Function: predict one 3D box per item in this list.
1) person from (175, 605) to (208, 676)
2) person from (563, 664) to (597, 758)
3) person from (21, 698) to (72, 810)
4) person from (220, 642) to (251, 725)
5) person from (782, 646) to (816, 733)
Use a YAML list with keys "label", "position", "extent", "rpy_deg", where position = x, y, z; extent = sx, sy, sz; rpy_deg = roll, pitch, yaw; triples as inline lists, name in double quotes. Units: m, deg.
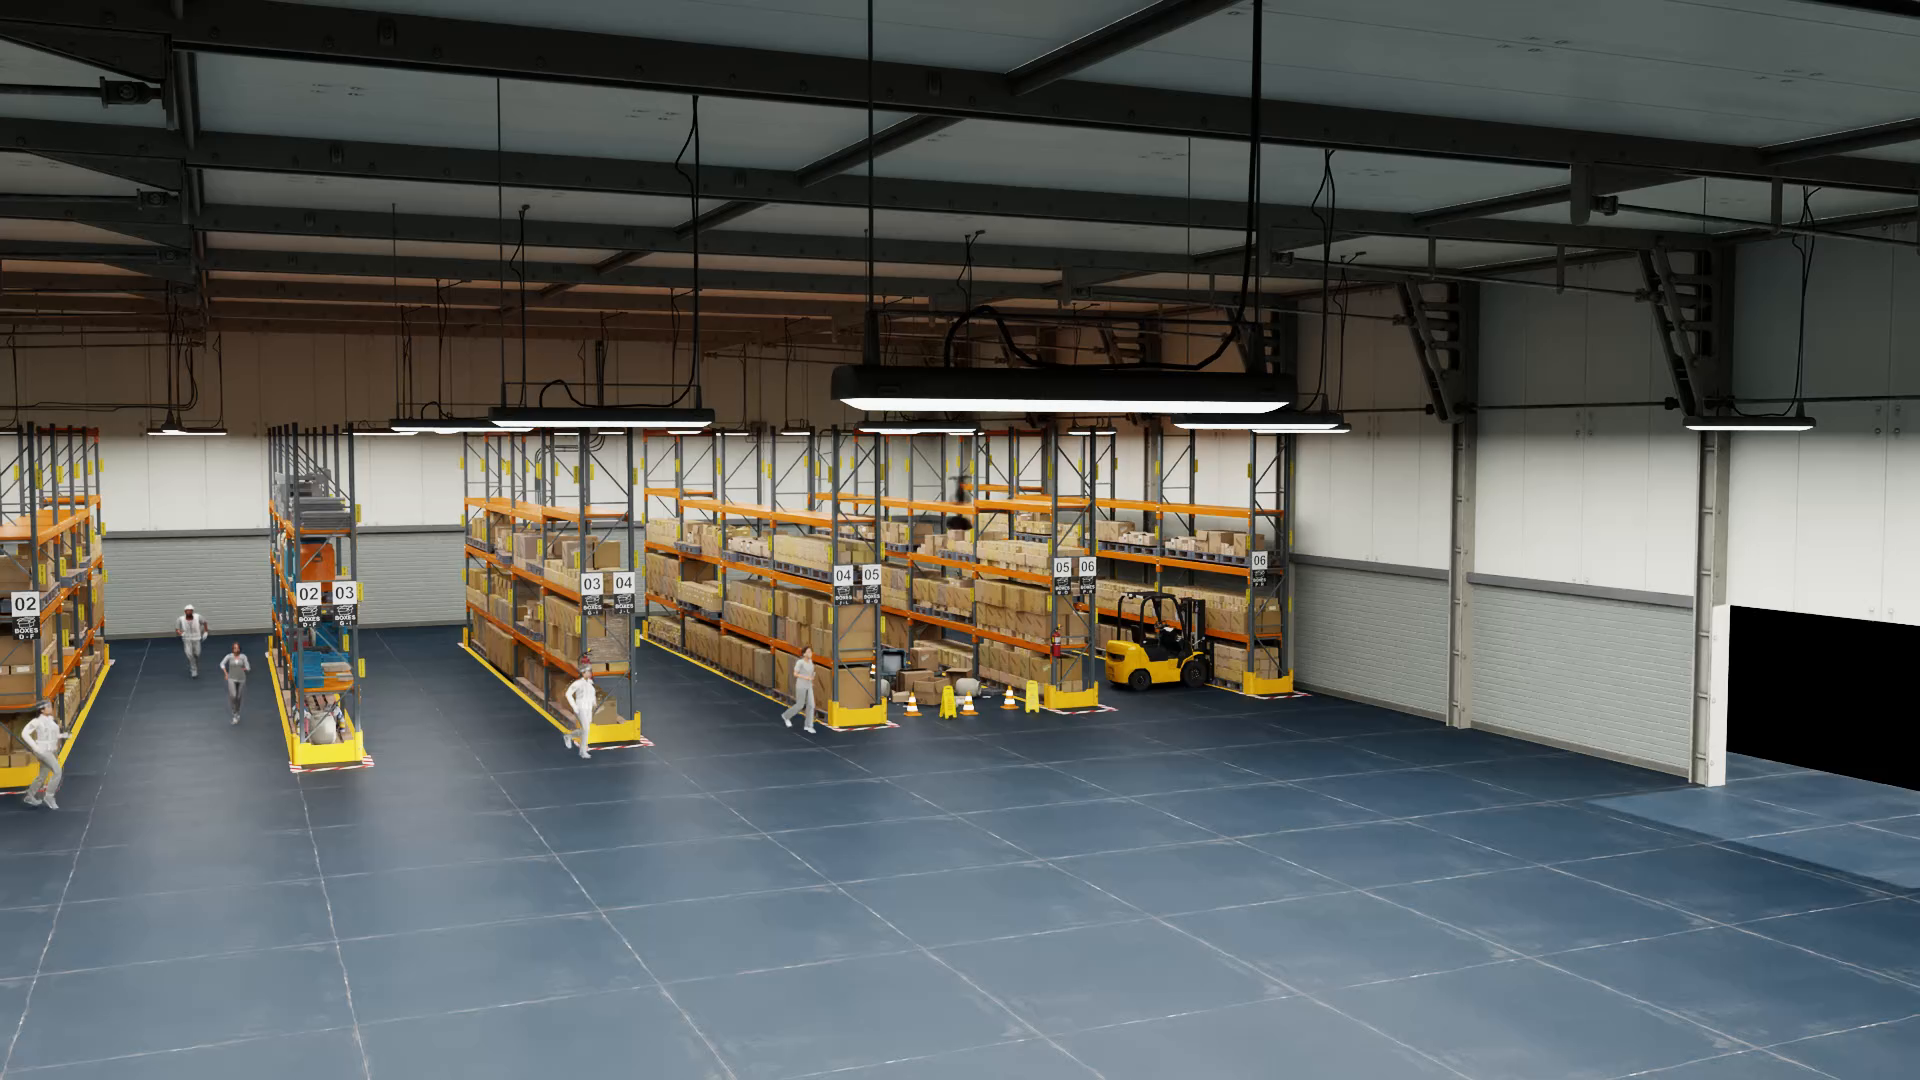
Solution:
- label: "person"
  position: [-18.545, 2.422, 40.149]
  extent: [0.729, 1.728, 0.695]
  rpy_deg: [-2, 4, -30]
- label: "person"
  position: [-6.857, 3.083, 30.120]
  extent: [0.716, 1.675, 0.666]
  rpy_deg: [2, 4, 28]
- label: "person"
  position: [-14.139, 3.314, 25.743]
  extent: [0.703, 1.738, 0.589]
  rpy_deg: [0, 4, -7]
- label: "person"
  position: [-14.563, 2.880, 33.469]
  extent: [0.522, 1.647, 0.736]
  rpy_deg: [-2, 4, -33]
- label: "person"
  position: [-3.069, 2.912, 32.612]
  extent: [0.860, 1.683, 0.601]
  rpy_deg: [3, 4, 39]
